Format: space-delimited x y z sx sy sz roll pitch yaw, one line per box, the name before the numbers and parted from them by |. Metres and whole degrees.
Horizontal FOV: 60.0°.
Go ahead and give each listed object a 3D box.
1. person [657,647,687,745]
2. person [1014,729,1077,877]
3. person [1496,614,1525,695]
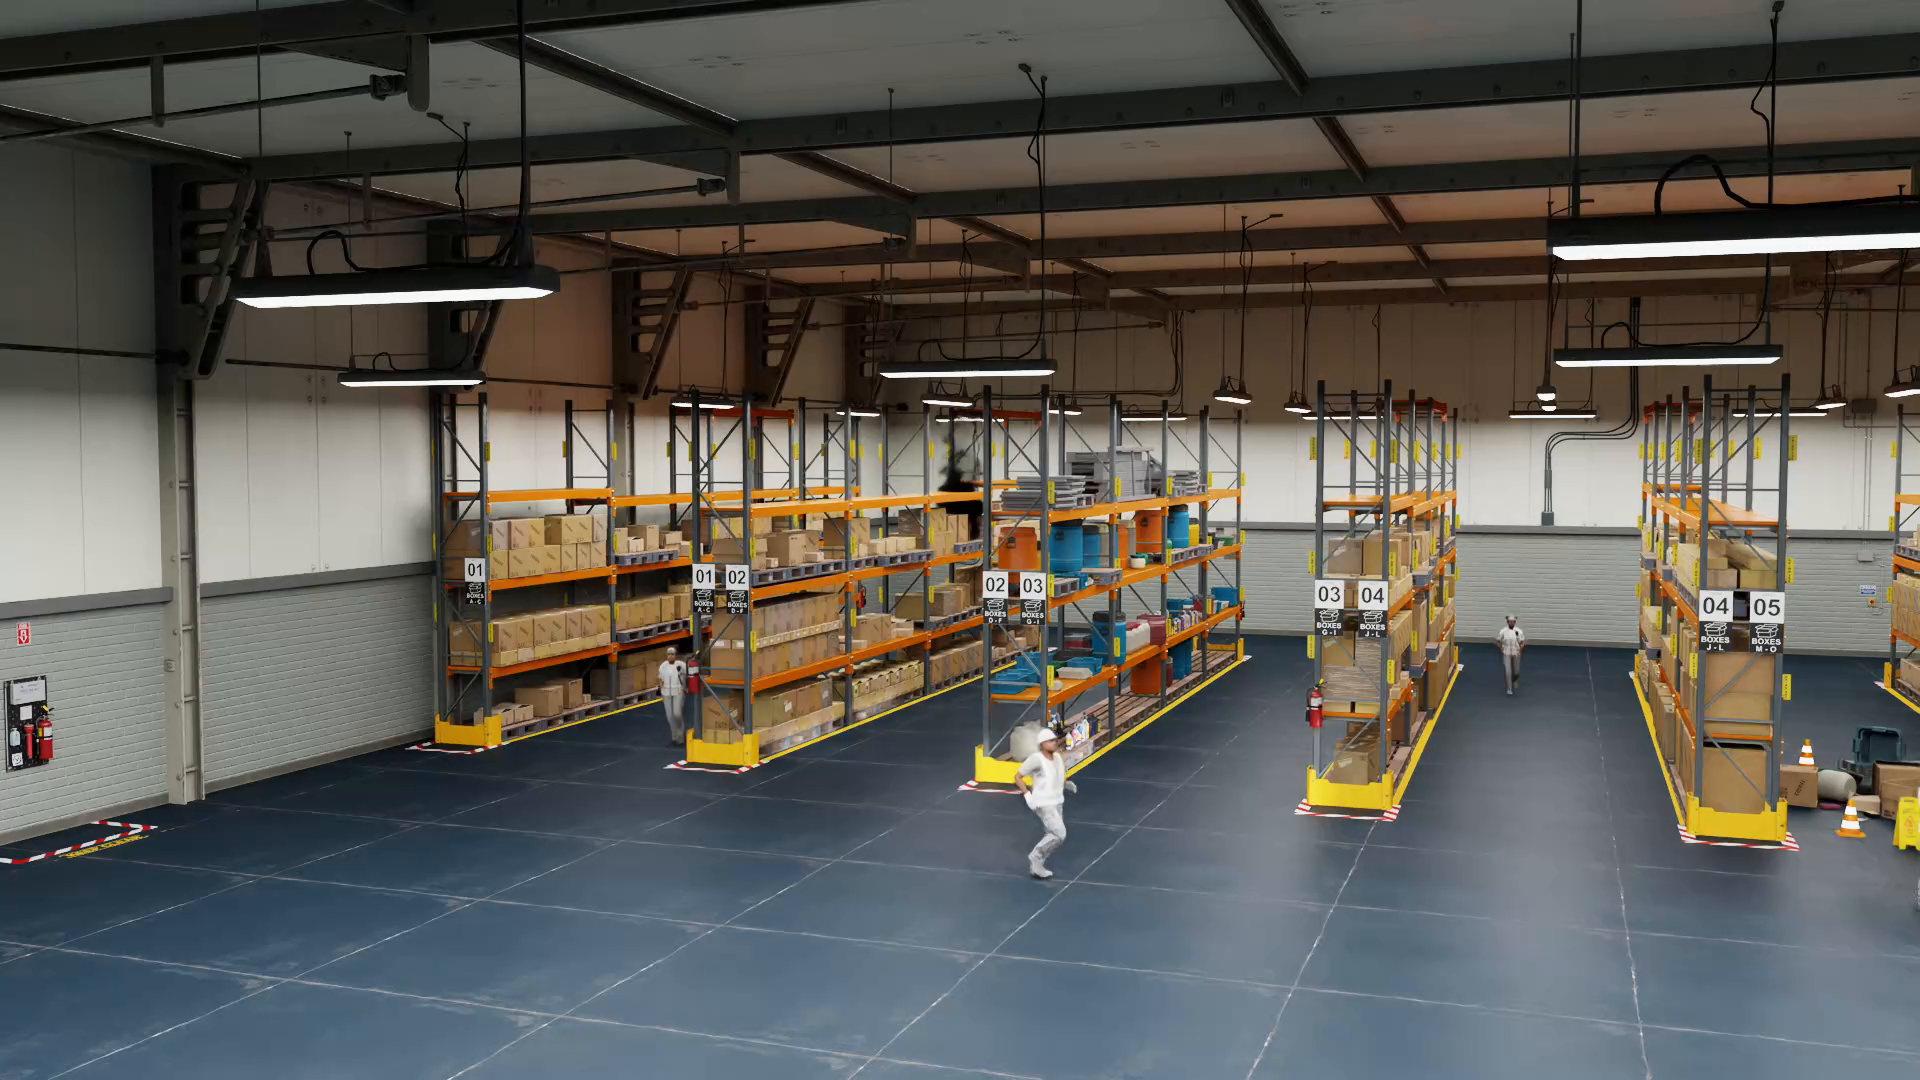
person | -4.900 2.672 28.423 0.580 1.680 0.685 0 3 7
person | 1.062 3.080 19.383 0.634 1.738 0.668 2 4 36
person | 11.348 2.349 34.290 0.574 1.650 0.566 1 3 15
